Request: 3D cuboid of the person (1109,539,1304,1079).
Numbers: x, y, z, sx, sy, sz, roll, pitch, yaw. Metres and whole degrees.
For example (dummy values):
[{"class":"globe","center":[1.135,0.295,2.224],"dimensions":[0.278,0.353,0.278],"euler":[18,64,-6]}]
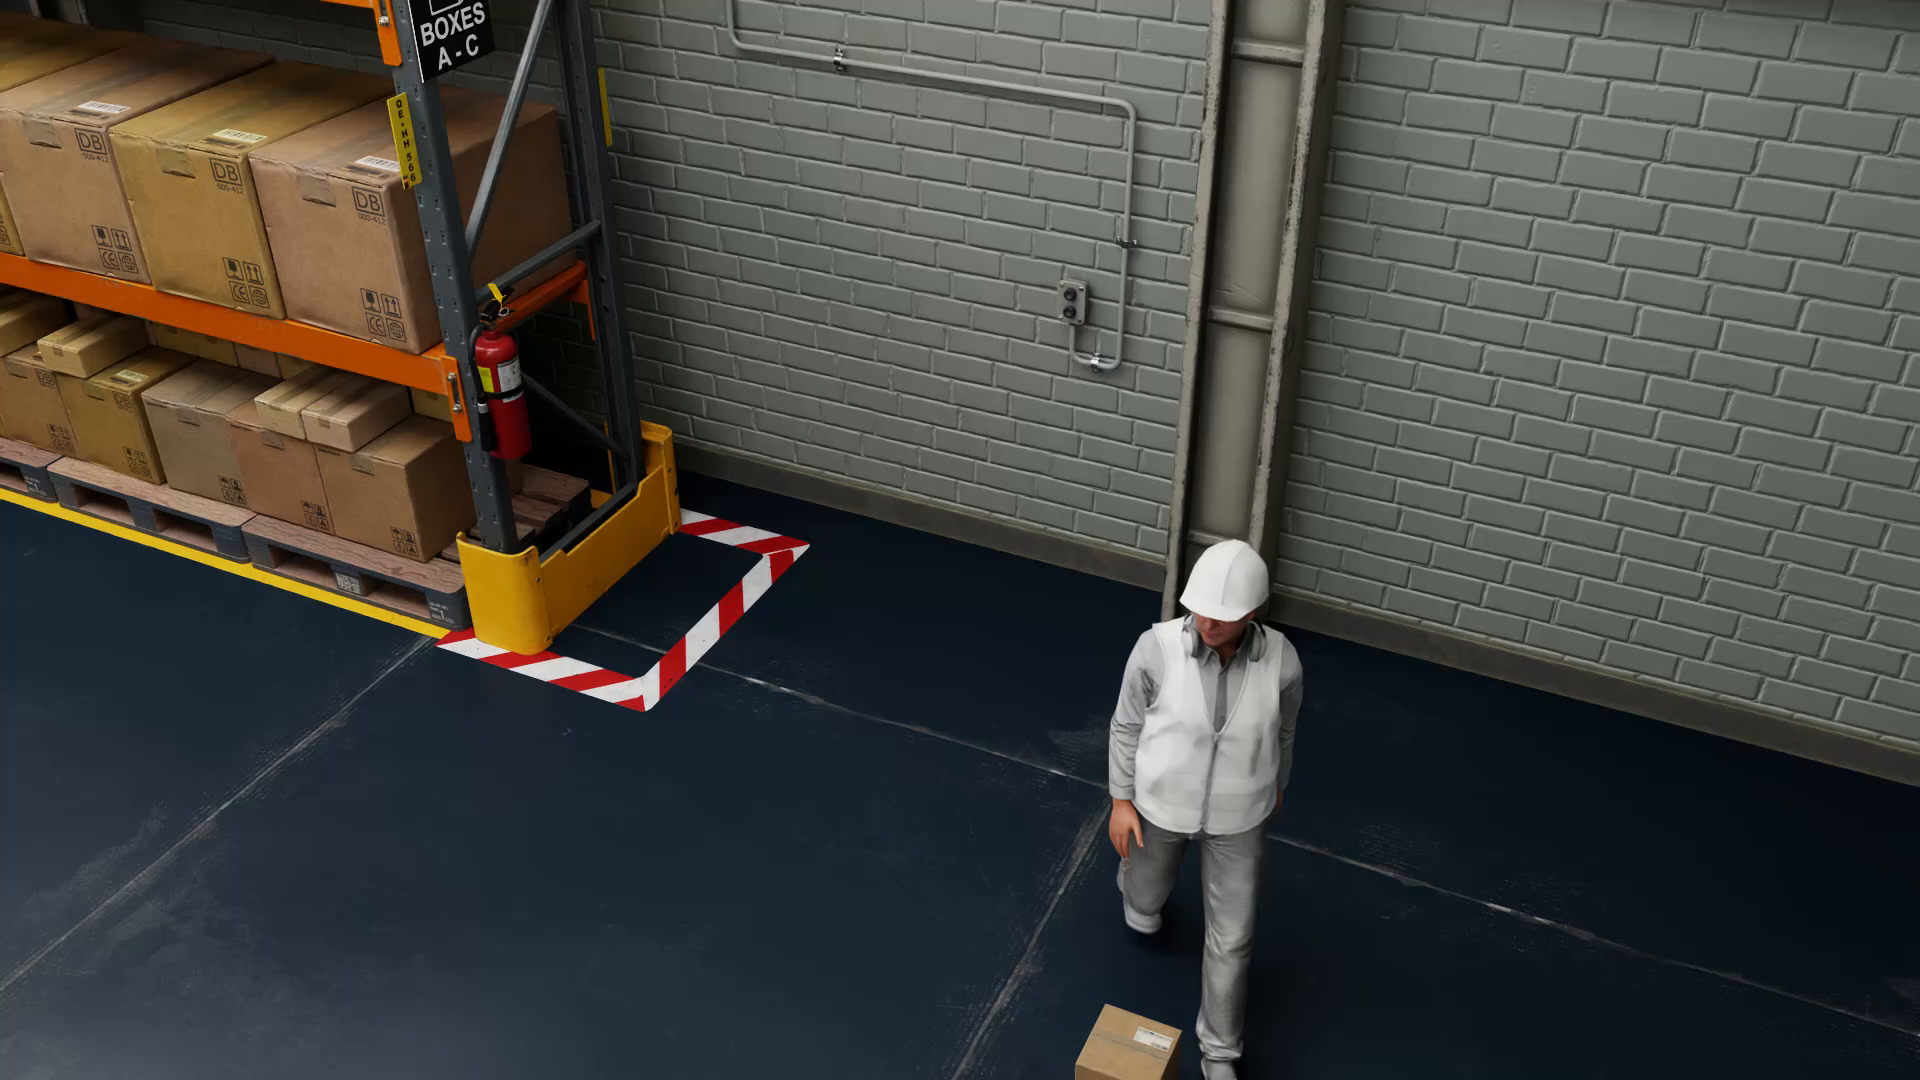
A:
[{"class":"person","center":[0.713,0.803,4.951],"dimensions":[0.558,1.728,0.994],"euler":[3,34,4]}]
